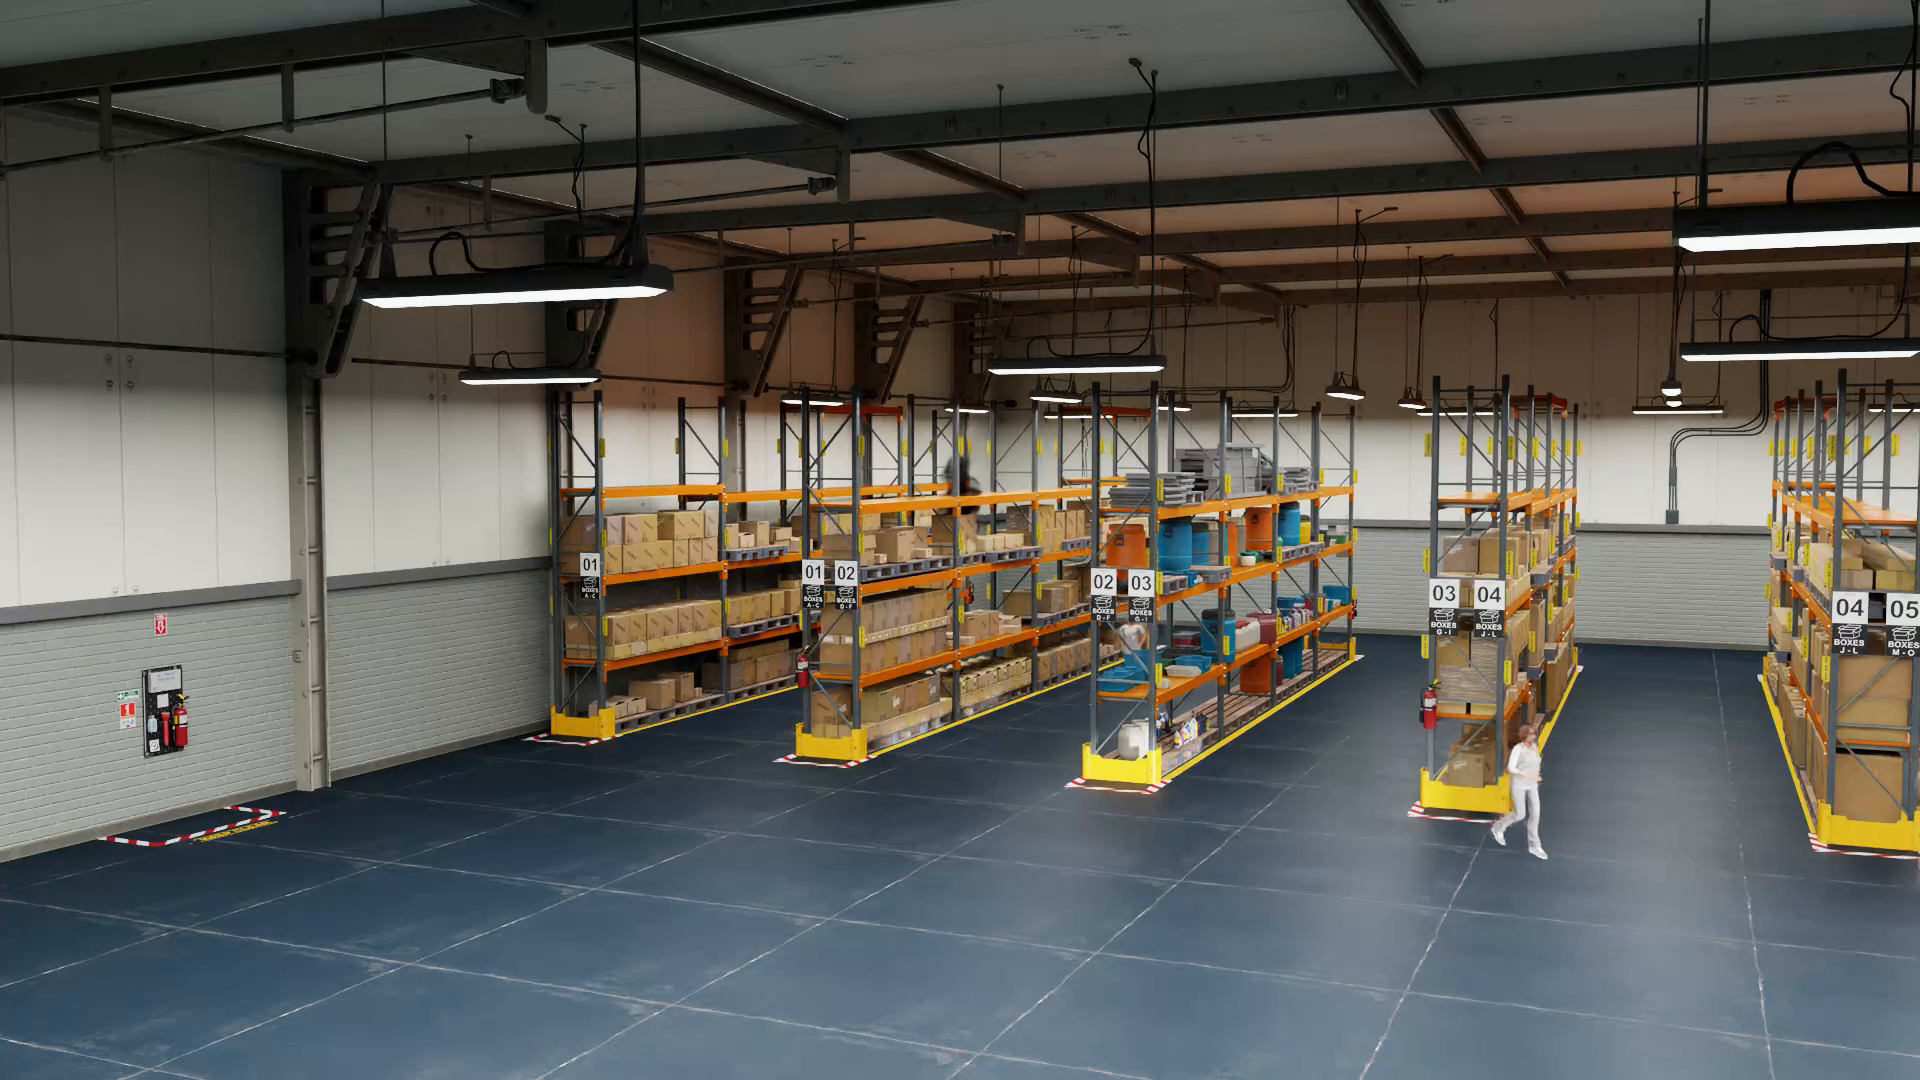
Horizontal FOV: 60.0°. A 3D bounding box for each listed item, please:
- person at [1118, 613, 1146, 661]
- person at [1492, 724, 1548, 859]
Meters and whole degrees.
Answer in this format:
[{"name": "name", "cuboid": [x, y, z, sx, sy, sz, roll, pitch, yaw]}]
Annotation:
[{"name": "person", "cuboid": [3.489, 2.299, 33.942, 0.546, 1.678, 0.641, 1, 3, 19]}, {"name": "person", "cuboid": [6.944, 3.069, 20.539, 0.563, 1.610, 0.776, -2, 4, -32]}]
